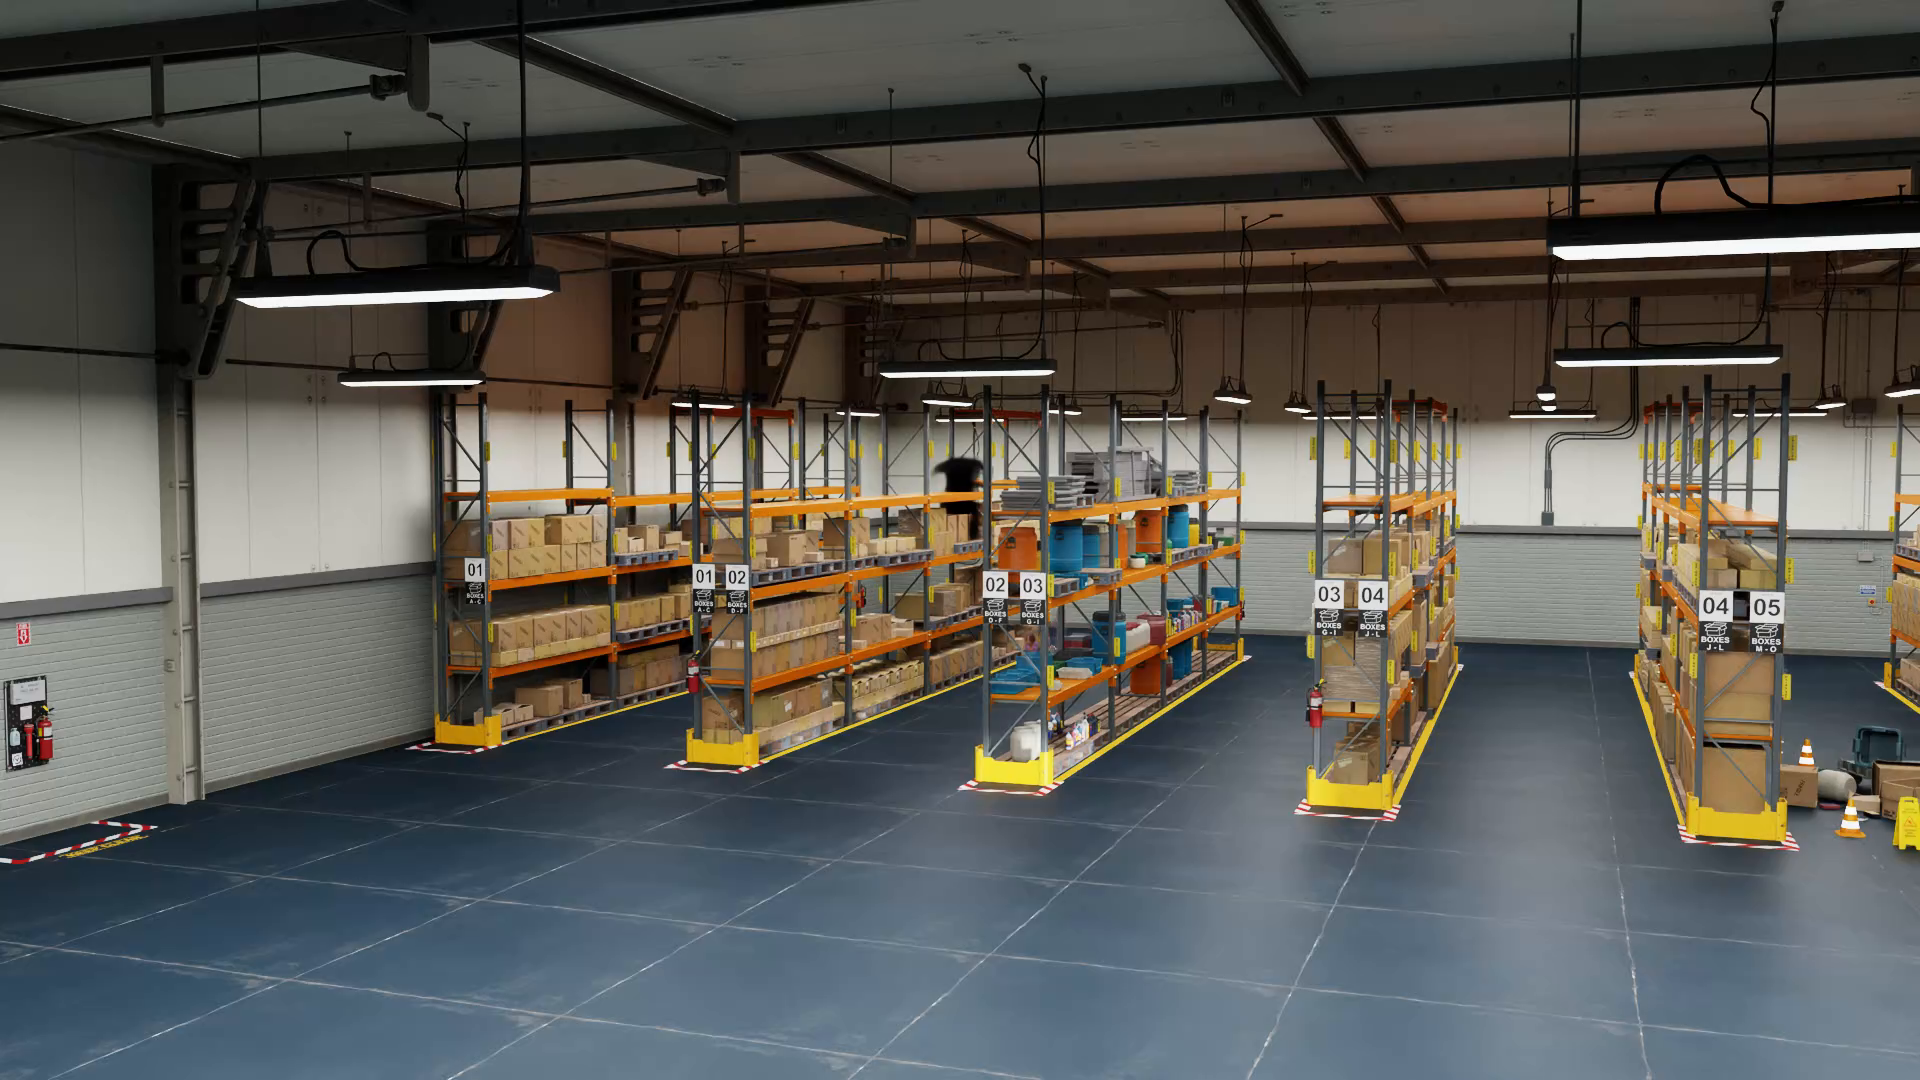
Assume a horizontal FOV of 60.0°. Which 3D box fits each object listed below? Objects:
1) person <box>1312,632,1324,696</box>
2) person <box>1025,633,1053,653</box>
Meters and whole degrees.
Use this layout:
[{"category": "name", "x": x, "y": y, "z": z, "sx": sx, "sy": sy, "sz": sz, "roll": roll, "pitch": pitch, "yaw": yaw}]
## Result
[{"category": "person", "x": 7.541, "y": 2.408, "z": 34.077, "sx": 0.667, "sy": 1.569, "sz": 0.941, "roll": 2, "pitch": 4, "yaw": 31}, {"category": "person", "x": 1.550, "y": 2.535, "z": 32.869, "sx": 0.561, "sy": 1.430, "sz": 0.768, "roll": 2, "pitch": 4, "yaw": 37}]
